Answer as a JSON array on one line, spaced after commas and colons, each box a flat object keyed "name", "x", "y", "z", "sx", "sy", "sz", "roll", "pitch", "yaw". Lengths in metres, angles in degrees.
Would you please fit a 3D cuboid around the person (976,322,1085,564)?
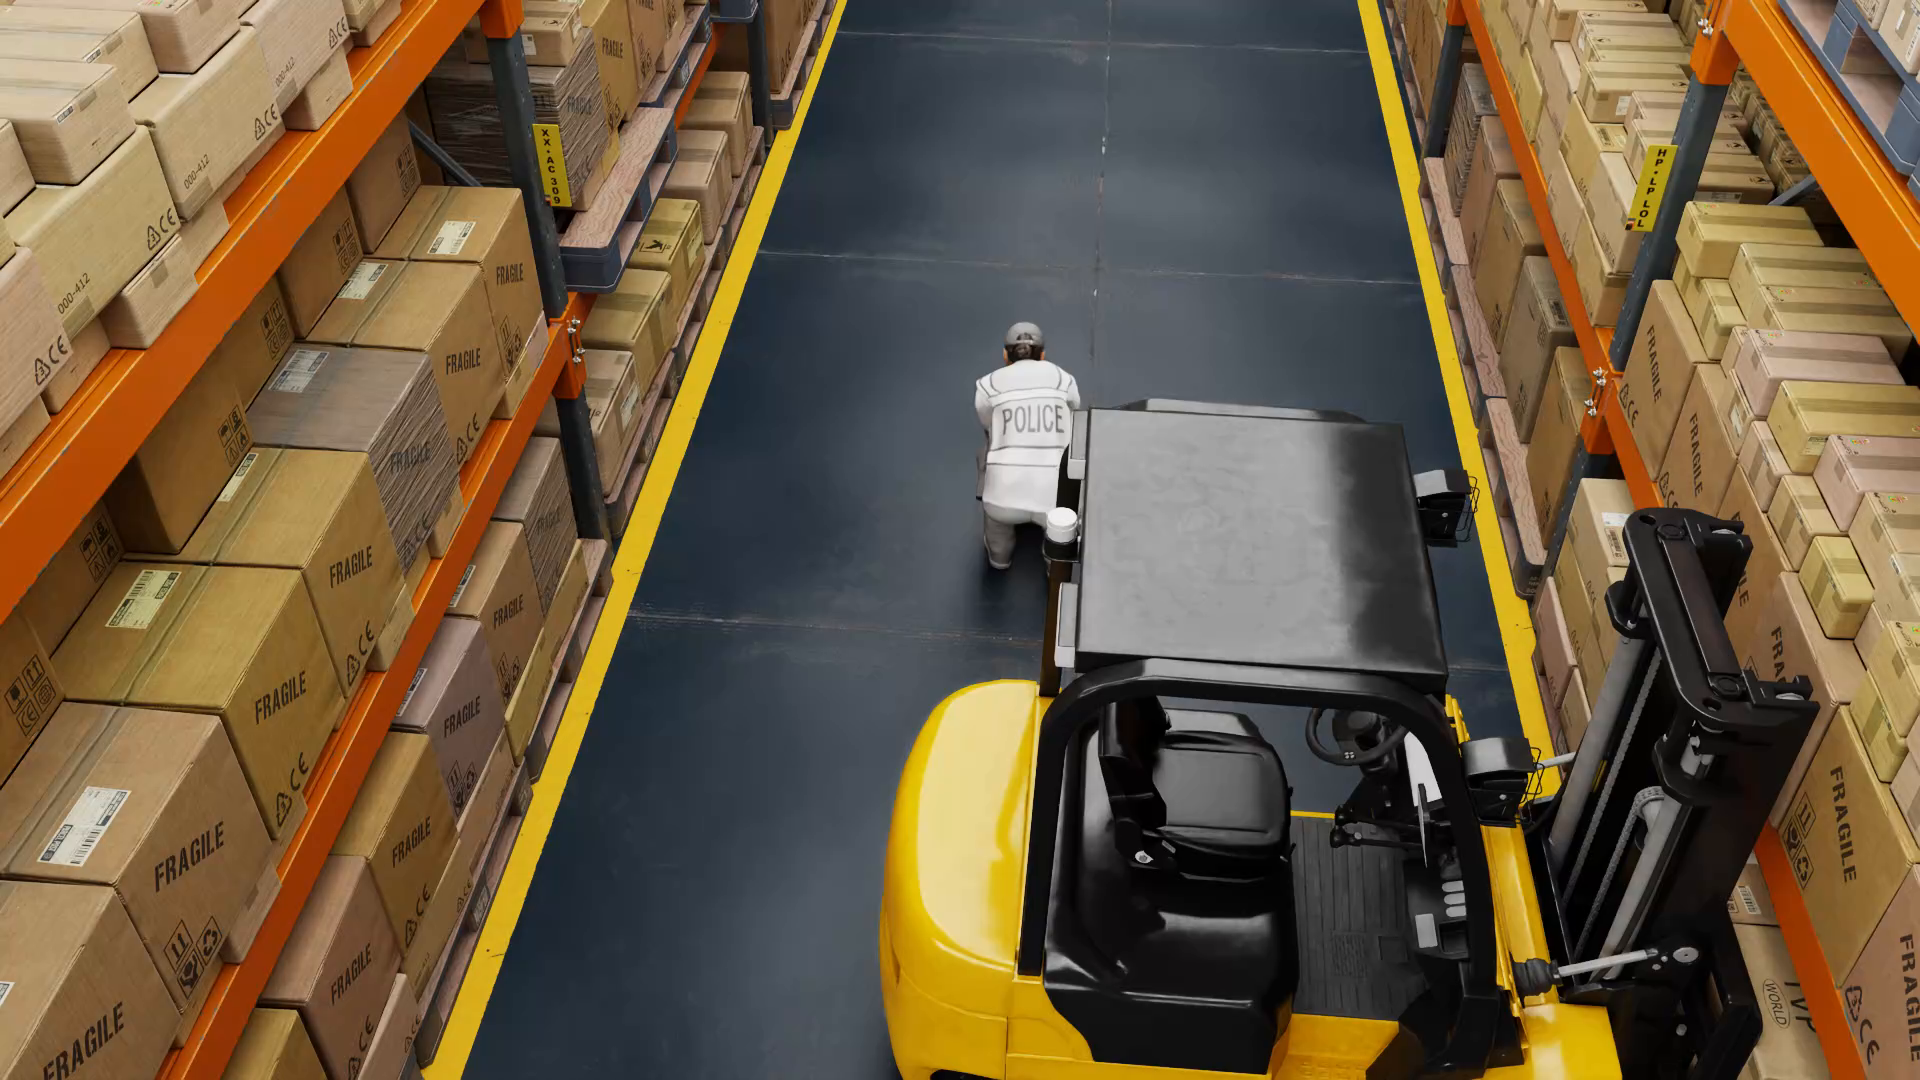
[{"name": "person", "x": 0.308, "y": -0.367, "z": 7.113, "sx": 0.495, "sy": 0.907, "sz": 0.867, "roll": 2, "pitch": 40, "yaw": 3}]
